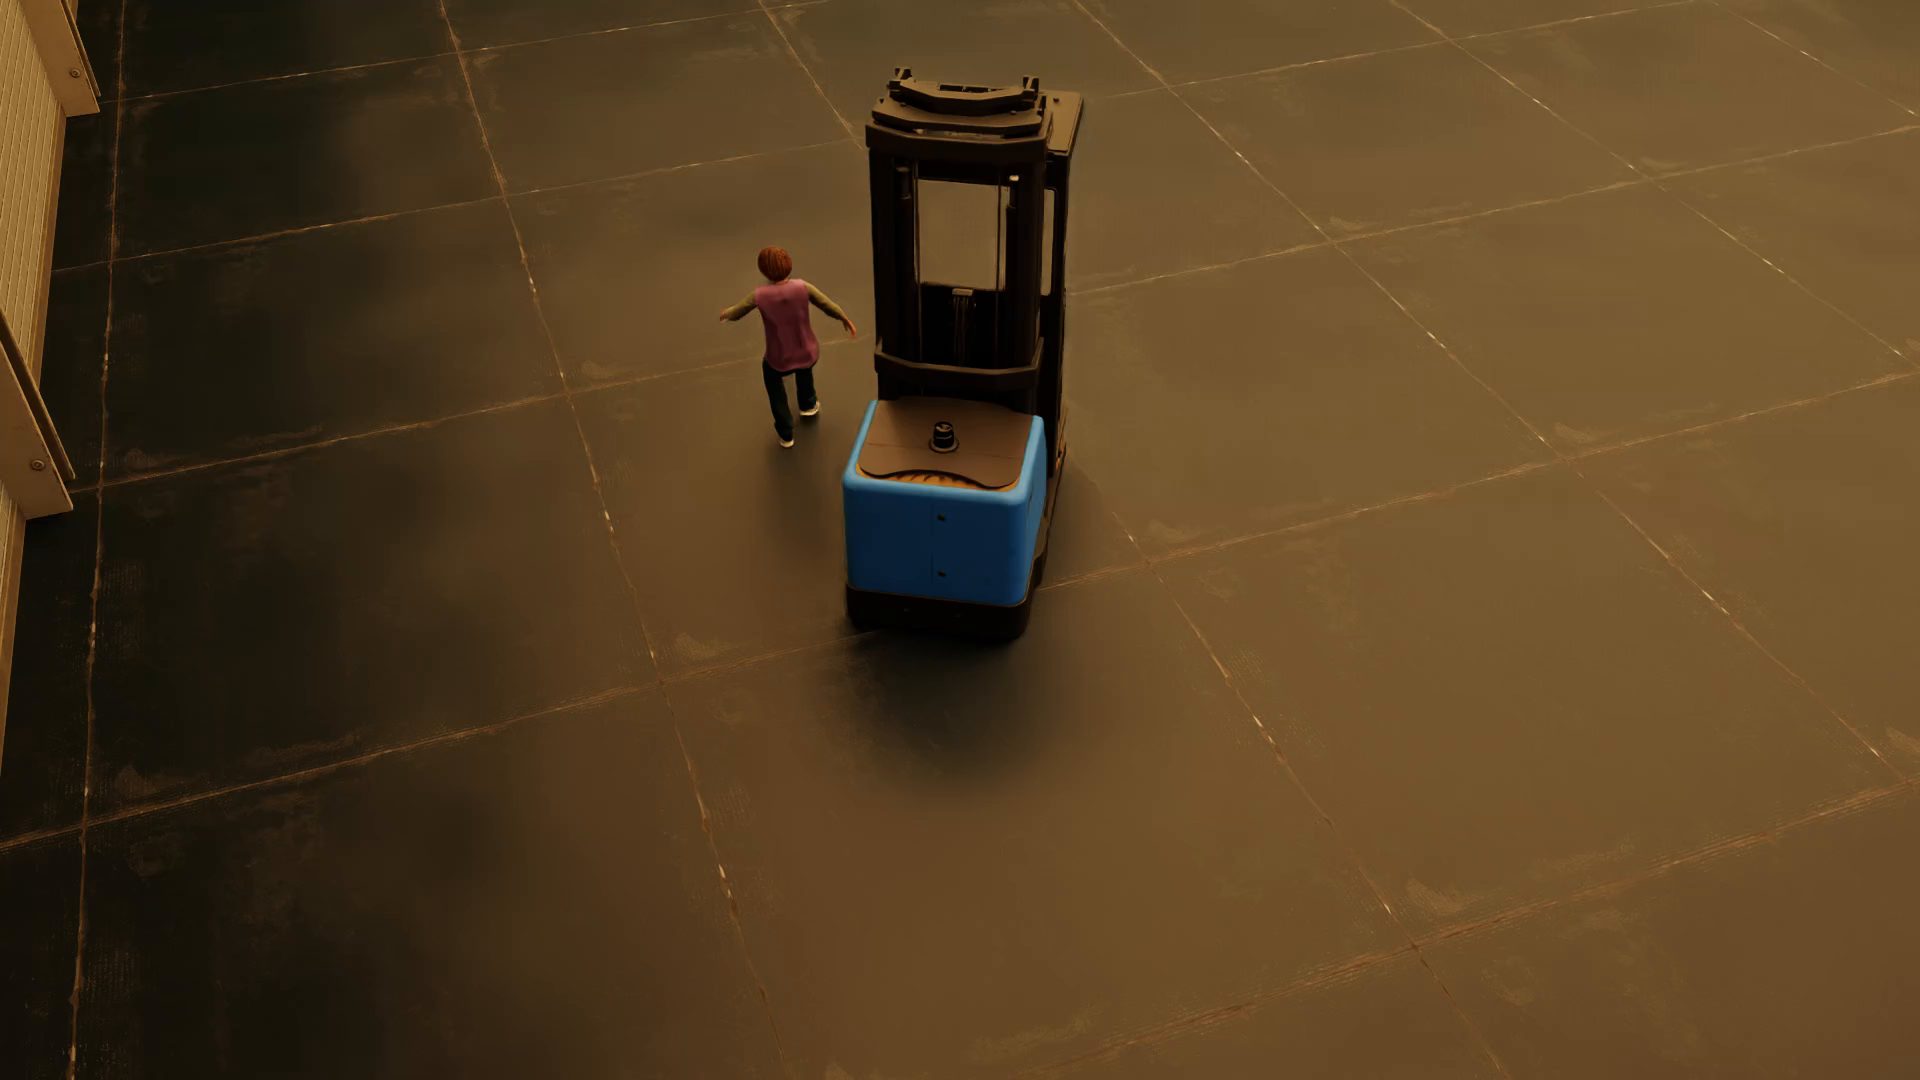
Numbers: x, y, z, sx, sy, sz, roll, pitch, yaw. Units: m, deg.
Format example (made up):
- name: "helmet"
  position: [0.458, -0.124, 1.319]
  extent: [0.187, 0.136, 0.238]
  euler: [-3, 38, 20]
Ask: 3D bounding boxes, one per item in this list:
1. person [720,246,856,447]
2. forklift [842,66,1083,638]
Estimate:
- name: "person"
  position: [-1.084, -1.285, 10.699]
  extent: [0.808, 1.529, 0.613]
  euler: [-13, 42, -15]
- name: "forklift"
  position: [0.090, -1.513, 9.798]
  extent: [1.130, 2.935, 3.031]
  euler: [6, 40, 7]
